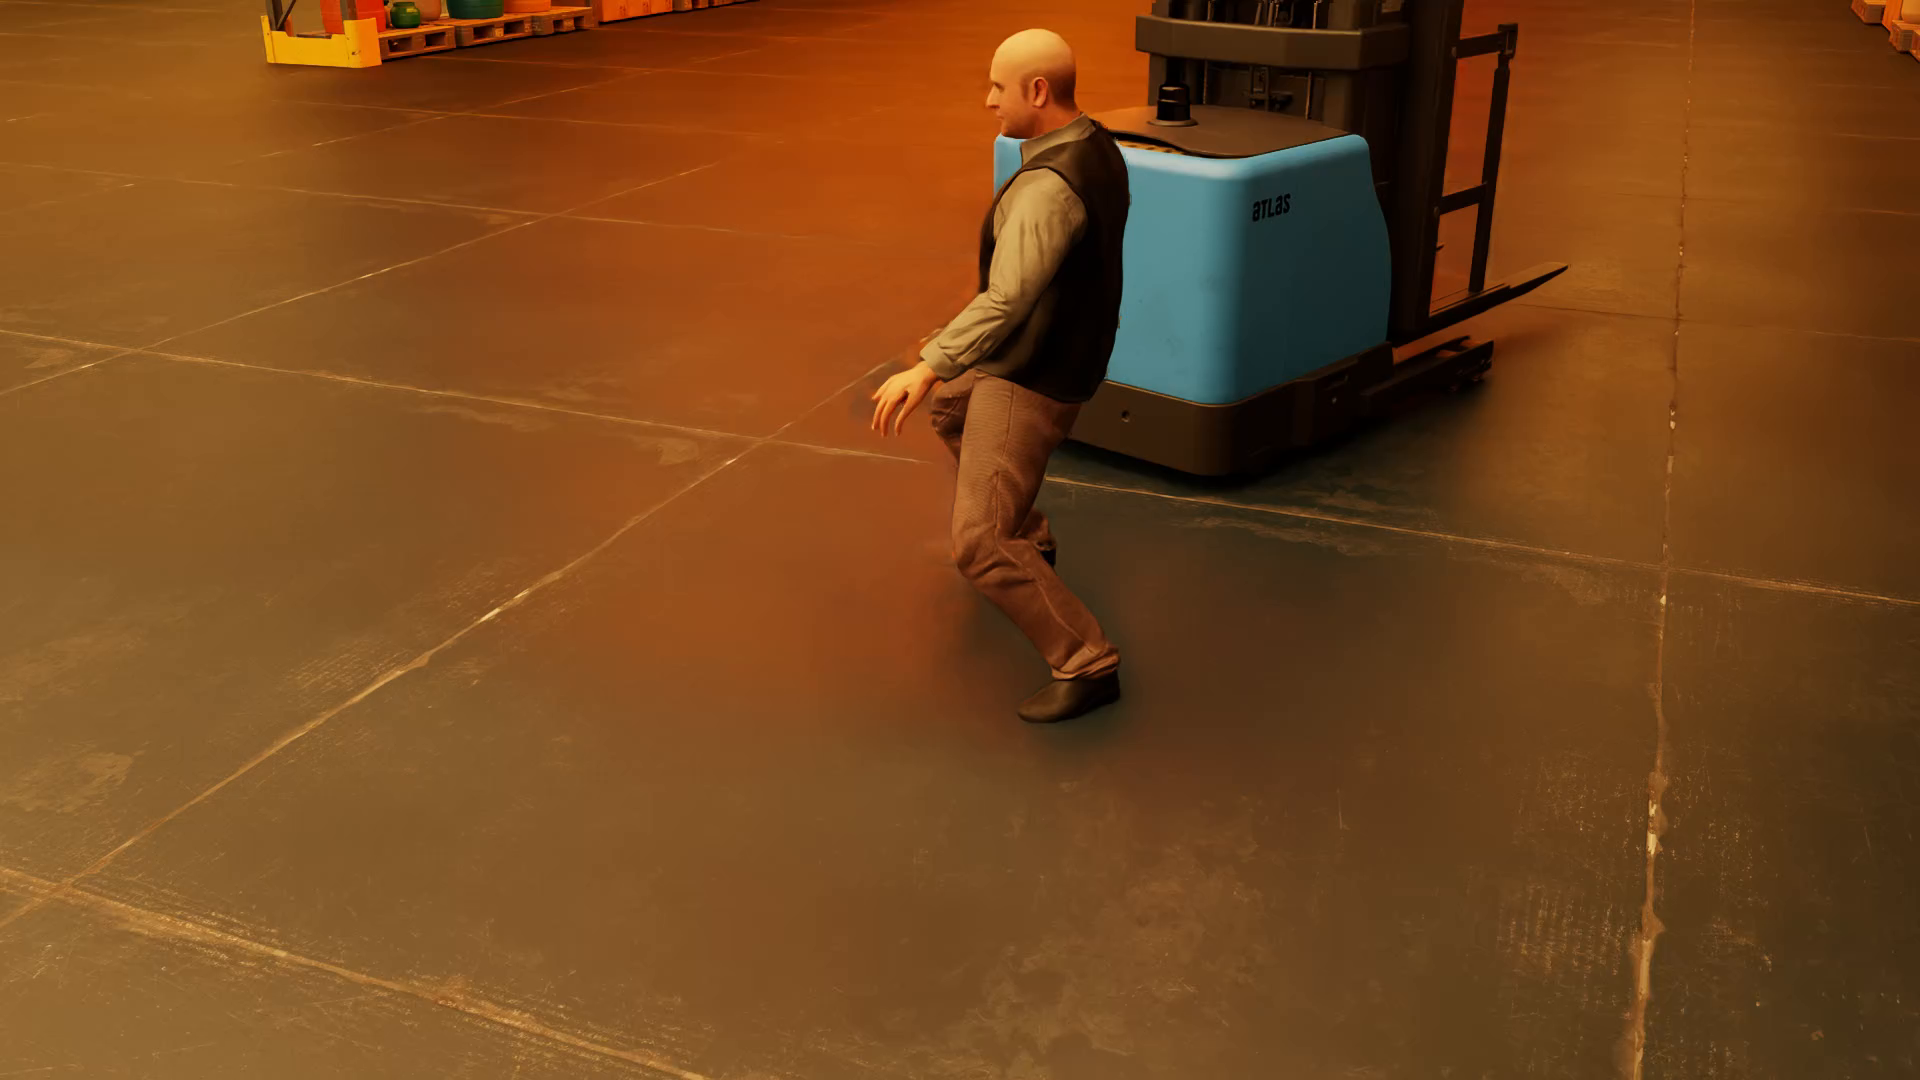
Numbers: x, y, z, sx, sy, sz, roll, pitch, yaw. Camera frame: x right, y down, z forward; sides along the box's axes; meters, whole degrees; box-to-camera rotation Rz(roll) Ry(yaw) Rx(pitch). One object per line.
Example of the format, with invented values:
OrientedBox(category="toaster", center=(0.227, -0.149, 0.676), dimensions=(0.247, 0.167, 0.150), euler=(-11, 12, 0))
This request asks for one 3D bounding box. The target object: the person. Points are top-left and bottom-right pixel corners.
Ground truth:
OrientedBox(category="person", center=(0.143, -0.441, 4.133), dimensions=(0.673, 1.599, 0.937), euler=(7, 24, 16))

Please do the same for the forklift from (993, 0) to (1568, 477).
OrientedBox(category="forklift", center=(1.467, -2.042, 6.178), dimensions=(1.130, 2.935, 3.031), euler=(19, 30, 39))
